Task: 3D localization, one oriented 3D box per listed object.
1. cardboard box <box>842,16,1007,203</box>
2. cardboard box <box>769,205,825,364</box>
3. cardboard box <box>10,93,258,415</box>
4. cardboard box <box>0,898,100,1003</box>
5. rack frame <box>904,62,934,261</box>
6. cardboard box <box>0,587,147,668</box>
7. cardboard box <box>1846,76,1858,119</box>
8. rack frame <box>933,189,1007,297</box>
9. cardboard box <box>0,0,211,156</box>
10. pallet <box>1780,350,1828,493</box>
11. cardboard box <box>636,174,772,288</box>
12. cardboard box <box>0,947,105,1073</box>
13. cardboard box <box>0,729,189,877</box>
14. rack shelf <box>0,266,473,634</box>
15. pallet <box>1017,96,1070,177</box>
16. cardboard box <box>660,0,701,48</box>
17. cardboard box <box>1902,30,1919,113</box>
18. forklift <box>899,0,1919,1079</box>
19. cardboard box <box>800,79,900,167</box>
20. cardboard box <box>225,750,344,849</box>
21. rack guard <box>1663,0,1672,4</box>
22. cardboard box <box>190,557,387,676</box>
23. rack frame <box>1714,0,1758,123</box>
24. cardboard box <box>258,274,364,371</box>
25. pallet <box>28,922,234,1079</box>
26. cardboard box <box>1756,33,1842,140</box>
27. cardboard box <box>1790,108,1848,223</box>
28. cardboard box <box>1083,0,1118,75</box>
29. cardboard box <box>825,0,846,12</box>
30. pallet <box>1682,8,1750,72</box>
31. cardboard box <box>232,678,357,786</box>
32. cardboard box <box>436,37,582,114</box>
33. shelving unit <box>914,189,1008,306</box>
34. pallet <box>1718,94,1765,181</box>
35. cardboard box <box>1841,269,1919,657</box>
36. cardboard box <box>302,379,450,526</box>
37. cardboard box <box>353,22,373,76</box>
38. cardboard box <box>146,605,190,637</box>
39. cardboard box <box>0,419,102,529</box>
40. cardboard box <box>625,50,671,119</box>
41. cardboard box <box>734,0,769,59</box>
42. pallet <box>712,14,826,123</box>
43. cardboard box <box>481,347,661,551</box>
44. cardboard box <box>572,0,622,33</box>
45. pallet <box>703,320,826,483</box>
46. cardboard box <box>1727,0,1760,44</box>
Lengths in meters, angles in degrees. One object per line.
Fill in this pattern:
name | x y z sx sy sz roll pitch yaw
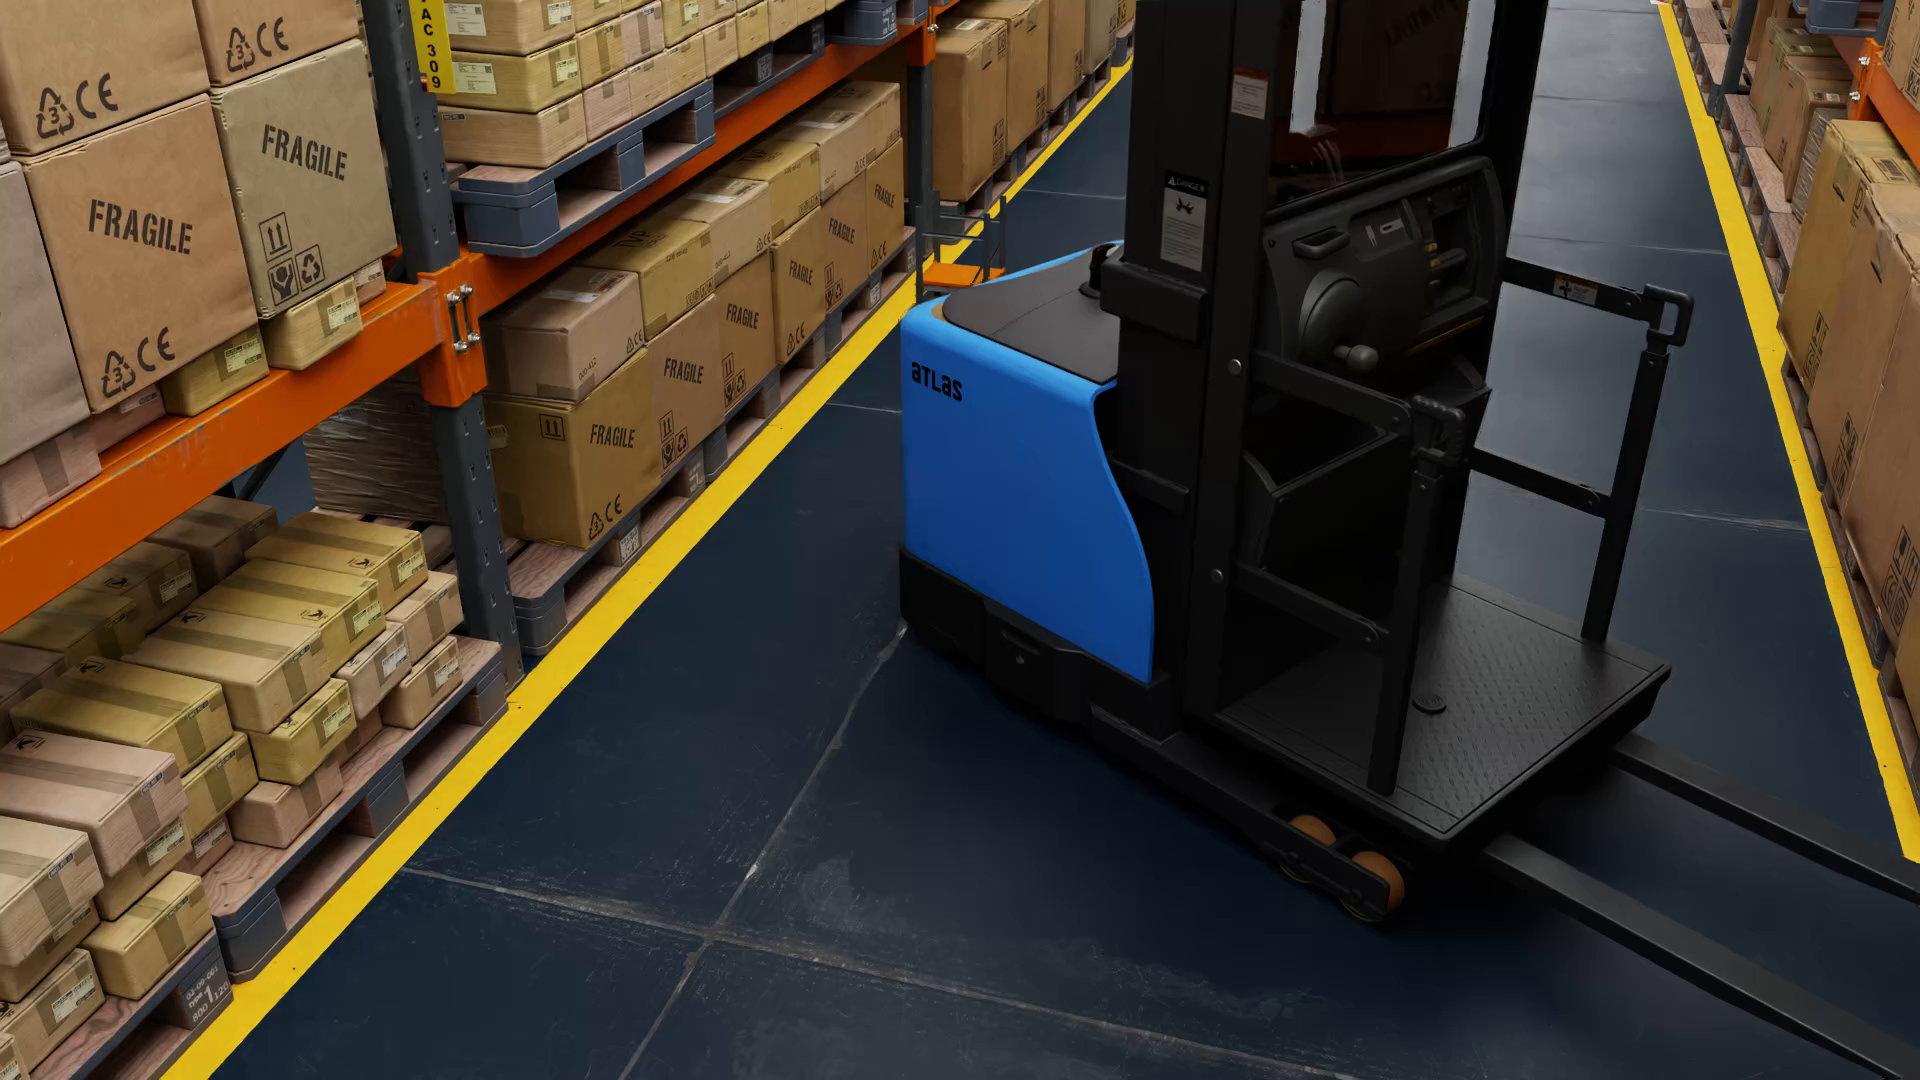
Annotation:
cardboard box | -0.363 -2.267 8.621 1.050 0.750 0.750 8 30 14
cardboard box | -0.867 -1.055 6.701 0.500 0.500 0.500 7 30 13
cardboard box | -1.828 -0.605 3.342 0.500 0.500 0.500 8 30 13
cardboard box | -2.041 0.787 3.444 0.380 0.149 0.250 7 30 12
rack frame | -0.628 -2.796 7.691 1.000 3.000 0.127 8 30 15
cardboard box | -2.266 0.240 4.122 0.380 0.149 0.250 8 30 14
cardboard box | 4.398 -2.032 7.665 0.500 0.250 0.500 12 31 20
rack frame | 0.031 -0.574 5.547 0.240 1.200 0.006 8 30 15
cardboard box | -1.828 -1.050 3.114 0.500 0.500 0.500 8 30 13
pallet | 3.780 -0.467 6.372 1.003 0.211 1.213 8 30 15
cardboard box | -1.025 -1.146 6.092 0.500 0.250 0.500 10 31 17
cardboard box | -2.036 0.949 3.460 0.380 0.149 0.250 9 30 16
cardboard box | -1.903 0.557 3.551 0.380 0.149 0.250 7 30 12
rack shelf | -2.389 0.307 2.853 1.077 0.370 4.000 8 30 15
pallet | 0.035 -2.498 10.024 1.003 0.211 1.213 8 30 15
cardboard box | -1.021 -1.620 5.097 0.380 0.149 0.250 7 30 13
cardboard box | 3.532 -1.658 5.542 0.500 0.500 0.500 8 30 14
forklift | 1.180 -0.630 3.868 1.130 2.935 3.031 -24 37 -36
cardboard box | -0.578 -1.860 7.375 0.500 0.250 0.500 8 30 14
cardboard box | -1.764 0.597 4.092 0.380 0.149 0.250 7 30 13
rack guard | 6.410 -4.631 13.561 1.175 0.500 0.348 8 30 15
cardboard box | -1.695 0.192 4.208 0.380 0.149 0.250 9 30 15
rack frame | 5.258 -3.900 9.675 1.000 3.000 0.127 8 30 15
cardboard box | -1.634 -0.526 3.868 0.380 0.149 0.250 8 30 14
pallet | -2.322 1.167 3.434 1.003 0.211 1.213 8 30 15
cardboard box | 4.899 -2.499 9.275 0.700 0.500 0.500 8 30 15
cardboard box | 4.412 -1.715 7.866 0.700 0.500 0.500 6 30 11
cardboard box | 0.450 -3.554 10.935 1.050 0.750 0.750 8 30 15
cardboard box | -0.637 -2.100 6.265 0.380 0.149 0.250 7 30 13
pallet | 5.777 -3.568 11.946 1.003 0.211 1.213 8 30 15
cardboard box | -1.720 0.442 4.065 0.380 0.149 0.250 7 30 13
cardboard box | -1.247 -1.258 4.447 0.380 0.149 0.250 9 30 16
shelving unit | 0.004 -0.531 5.470 0.258 1.200 0.189 8 30 15
pallet | 5.031 -2.320 9.703 1.003 0.211 1.213 8 30 15
cardboard box | 3.340 -0.153 4.693 1.225 0.875 0.875 7 30 13
cardboard box | -1.826 -0.408 5.537 0.500 0.500 0.500 8 30 14
cardboard box | -1.874 -1.354 4.619 0.380 0.149 0.250 9 30 16
cardboard box | -2.203 0.248 4.412 0.380 0.149 0.250 9 30 15
cardboard box | -1.920 -0.163 3.217 0.380 0.149 0.250 7 30 13
cardboard box | -1.094 -1.374 4.960 0.380 0.149 0.250 9 30 15
cardboard box | -0.869 -1.736 5.611 0.380 0.149 0.250 8 30 14
pallet | -1.170 -1.786 6.073 1.003 0.211 1.213 8 30 15
cardboard box | -1.332 -0.334 5.404 0.500 0.500 0.500 10 31 17
cardboard box | -1.171 -1.519 4.609 0.380 0.149 0.250 9 30 16
pallet | -1.219 -0.649 6.700 1.003 0.211 1.213 8 30 15
cardboard box | 5.682 -3.738 11.524 0.500 0.500 0.500 6 30 10
